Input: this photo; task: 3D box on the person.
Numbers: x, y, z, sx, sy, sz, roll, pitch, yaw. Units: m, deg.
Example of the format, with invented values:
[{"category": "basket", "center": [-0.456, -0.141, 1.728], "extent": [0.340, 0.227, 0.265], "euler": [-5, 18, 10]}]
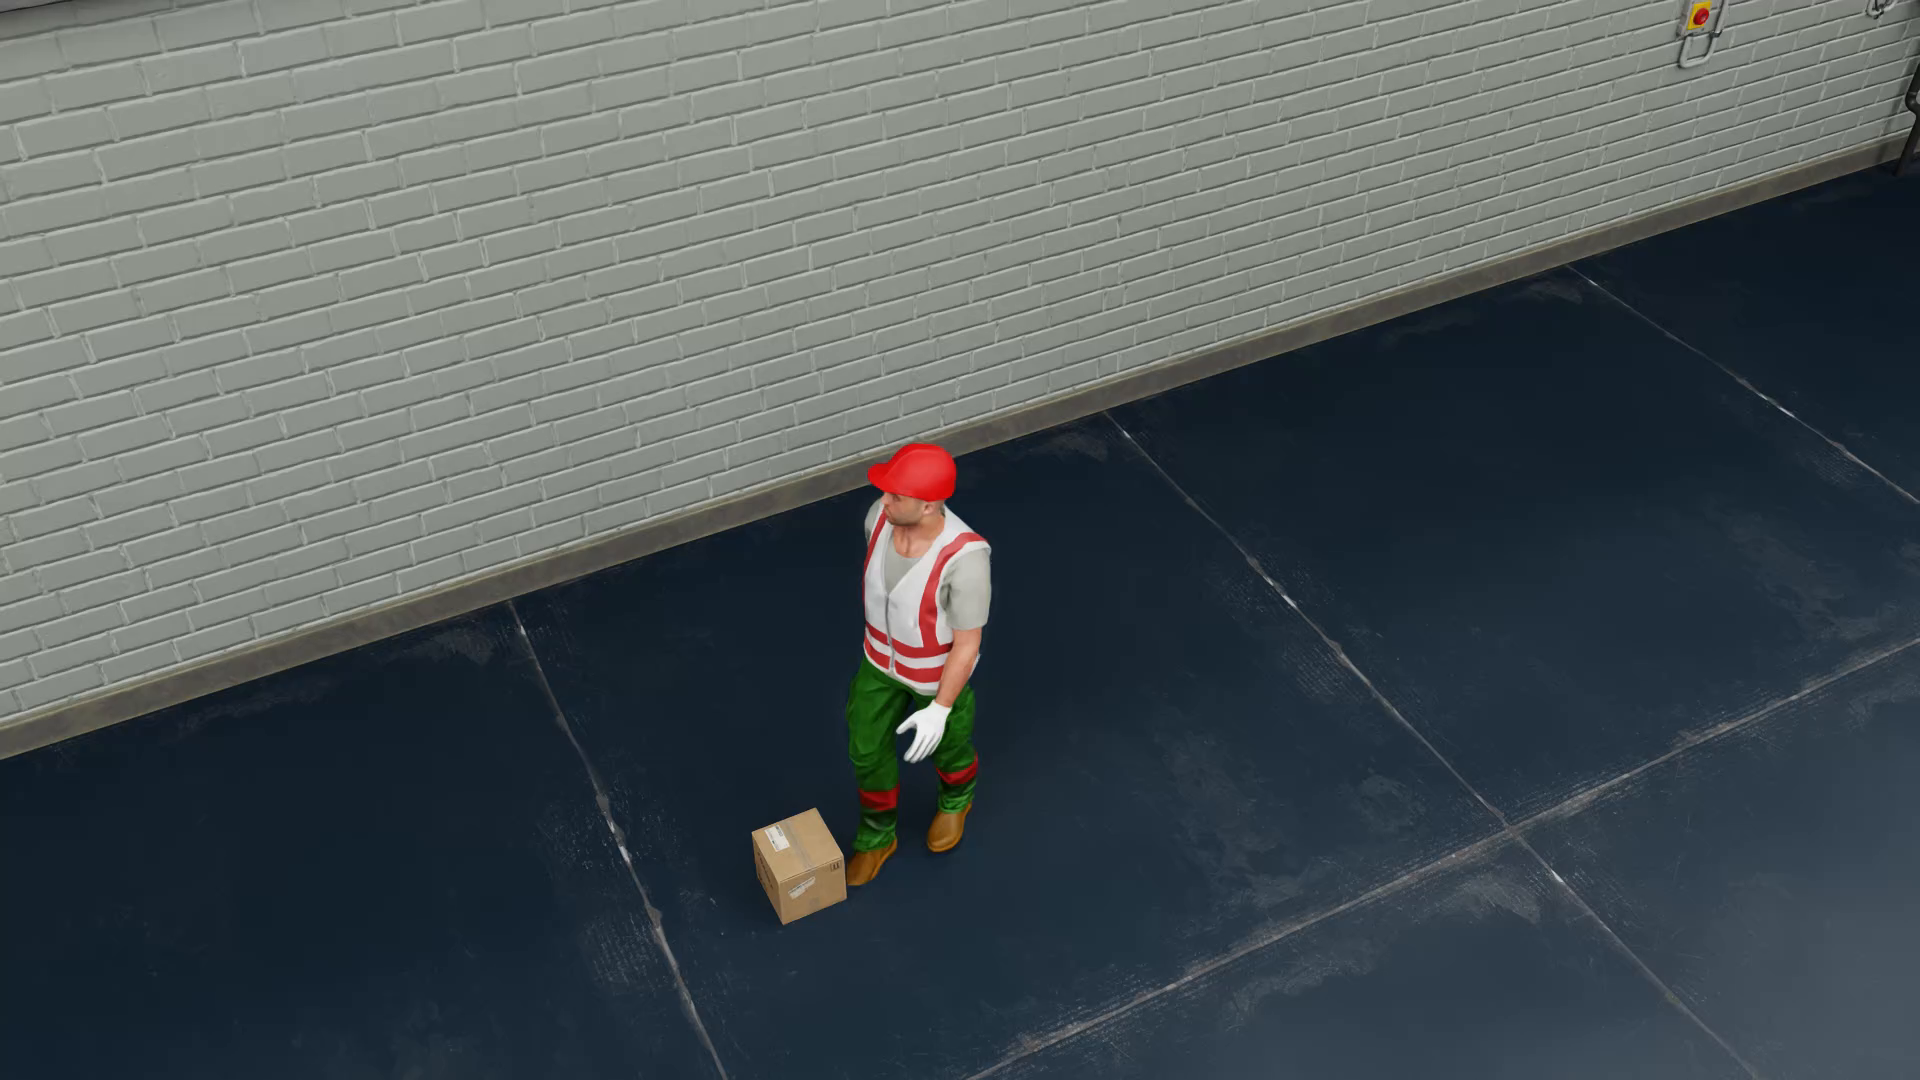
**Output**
[{"category": "person", "center": [-0.186, 0.485, 5.613], "extent": [0.560, 1.857, 0.608], "euler": [25, 47, 26]}]
